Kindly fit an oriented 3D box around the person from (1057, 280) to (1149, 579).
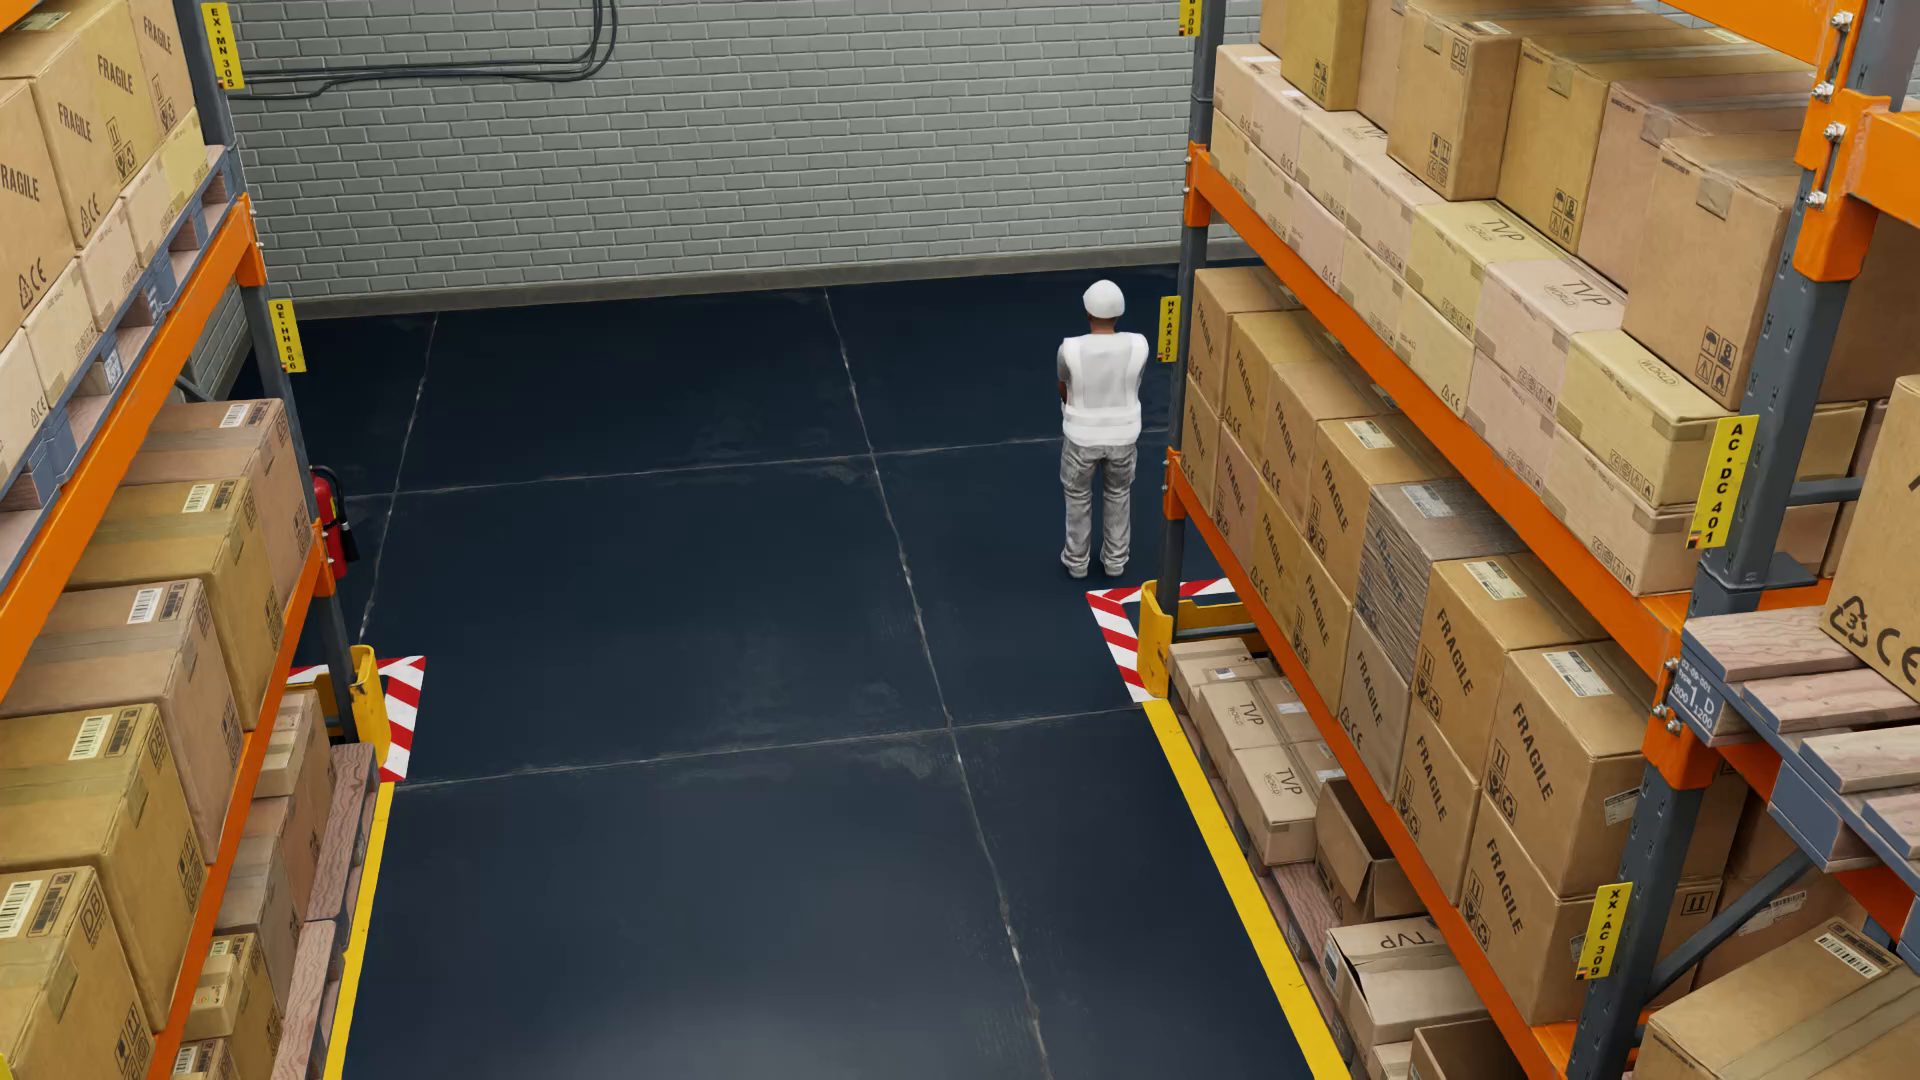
[{"bbox_3d":[0.750,-0.632,9.195,0.490,1.782,0.576,-3,31,-5],"label":"person"}]
